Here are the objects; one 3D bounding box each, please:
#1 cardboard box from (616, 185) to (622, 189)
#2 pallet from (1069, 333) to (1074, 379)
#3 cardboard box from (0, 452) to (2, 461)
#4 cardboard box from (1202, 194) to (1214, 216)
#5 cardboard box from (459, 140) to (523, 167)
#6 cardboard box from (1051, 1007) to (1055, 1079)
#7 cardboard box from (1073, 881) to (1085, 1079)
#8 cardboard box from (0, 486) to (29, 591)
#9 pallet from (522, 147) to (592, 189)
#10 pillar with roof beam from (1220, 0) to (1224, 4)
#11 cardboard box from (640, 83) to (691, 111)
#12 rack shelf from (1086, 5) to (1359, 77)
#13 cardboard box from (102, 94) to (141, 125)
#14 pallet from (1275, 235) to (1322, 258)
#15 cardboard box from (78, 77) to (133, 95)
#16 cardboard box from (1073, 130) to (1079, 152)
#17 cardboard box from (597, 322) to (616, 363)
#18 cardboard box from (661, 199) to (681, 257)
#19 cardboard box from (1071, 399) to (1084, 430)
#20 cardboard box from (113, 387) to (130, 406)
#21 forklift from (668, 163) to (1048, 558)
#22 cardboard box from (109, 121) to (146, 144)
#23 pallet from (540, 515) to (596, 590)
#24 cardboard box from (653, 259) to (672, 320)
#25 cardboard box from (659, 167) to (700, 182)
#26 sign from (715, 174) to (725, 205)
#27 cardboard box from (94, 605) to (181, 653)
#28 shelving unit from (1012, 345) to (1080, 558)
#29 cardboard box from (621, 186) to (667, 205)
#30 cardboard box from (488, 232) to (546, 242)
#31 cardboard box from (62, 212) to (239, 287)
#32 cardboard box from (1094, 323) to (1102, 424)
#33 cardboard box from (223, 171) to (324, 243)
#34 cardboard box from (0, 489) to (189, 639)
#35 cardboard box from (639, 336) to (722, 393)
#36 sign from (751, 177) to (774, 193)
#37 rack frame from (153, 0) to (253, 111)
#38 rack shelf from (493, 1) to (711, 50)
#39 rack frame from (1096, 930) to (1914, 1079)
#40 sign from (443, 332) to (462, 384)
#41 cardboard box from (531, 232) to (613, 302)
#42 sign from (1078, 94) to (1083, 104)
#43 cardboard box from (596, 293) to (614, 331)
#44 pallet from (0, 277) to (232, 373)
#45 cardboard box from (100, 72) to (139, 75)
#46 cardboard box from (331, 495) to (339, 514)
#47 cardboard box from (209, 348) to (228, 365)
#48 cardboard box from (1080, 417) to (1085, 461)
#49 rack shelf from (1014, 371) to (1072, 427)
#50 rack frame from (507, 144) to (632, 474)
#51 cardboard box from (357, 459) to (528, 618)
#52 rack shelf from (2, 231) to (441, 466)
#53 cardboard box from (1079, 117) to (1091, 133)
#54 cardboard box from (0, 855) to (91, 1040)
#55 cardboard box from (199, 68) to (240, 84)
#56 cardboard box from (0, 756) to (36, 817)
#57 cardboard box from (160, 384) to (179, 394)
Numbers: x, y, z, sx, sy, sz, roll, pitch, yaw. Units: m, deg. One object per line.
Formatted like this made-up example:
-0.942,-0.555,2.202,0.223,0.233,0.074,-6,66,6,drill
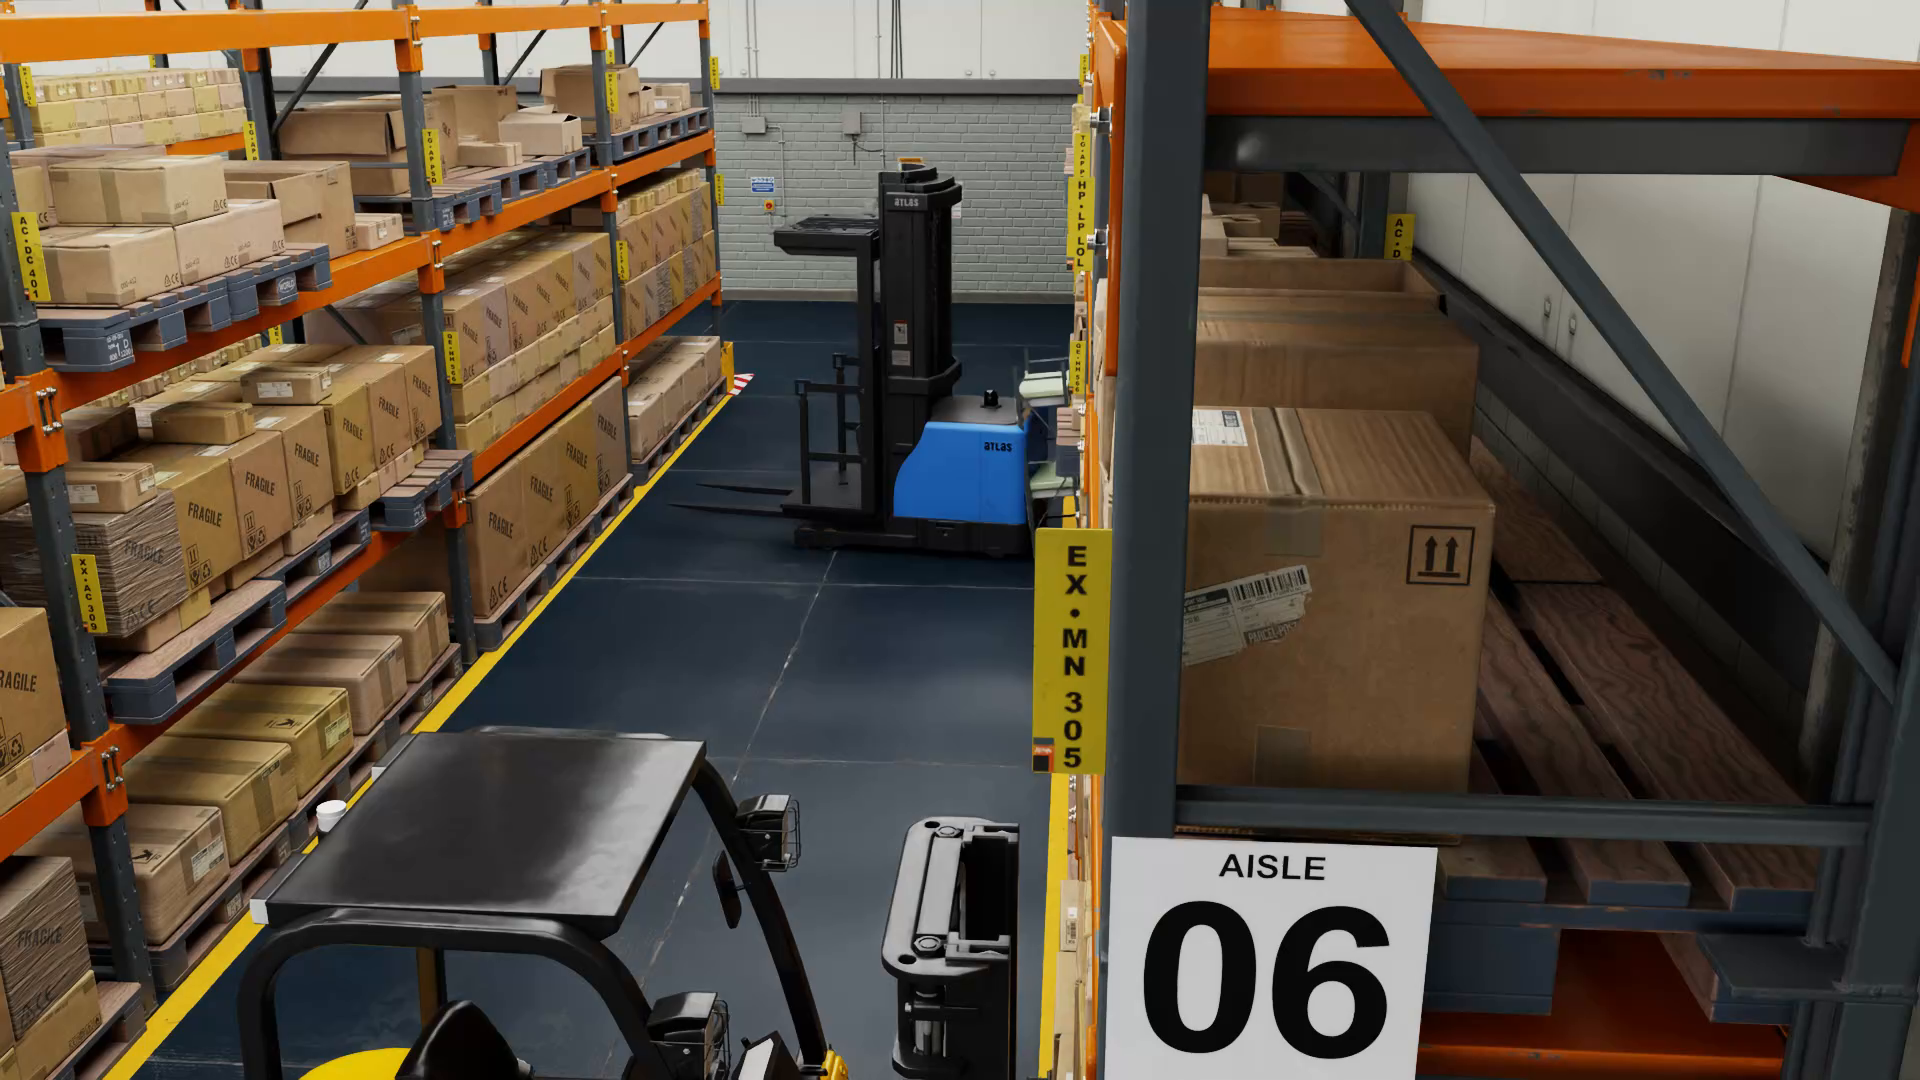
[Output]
-3.532,-3.437,16.286,0.380,0.149,0.250,1,18,4,cardboard box
1.376,-1.424,13.259,1.003,0.211,1.213,1,18,4,pallet
-8.193,-0.566,13.674,0.500,0.500,0.500,1,18,3,cardboard box
0.832,-1.375,7.292,0.500,0.311,0.500,1,18,2,cardboard box
-3.395,-2.794,12.015,0.380,0.166,0.250,3,18,9,cardboard box
0.603,1.974,6.323,0.500,0.250,0.500,1,18,4,cardboard box
0.563,1.284,4.527,0.500,0.500,0.500,1,18,4,cardboard box
-4.179,0.077,7.057,0.500,0.500,0.500,1,18,3,cardboard box
-3.426,-2.919,13.004,0.805,0.209,1.217,1,18,2,pallet
-1.373,-6.767,19.623,9.100,9.000,0.400,1,18,4,pillar with roof beam
-3.065,-4.572,17.147,0.500,0.250,0.500,0,18,-1,cardboard box
1.112,-2.216,7.532,1.077,0.370,4.000,1,18,4,rack shelf
-7.990,-3.996,15.421,0.500,0.250,0.500,2,18,5,cardboard box
1.218,-1.294,8.040,1.003,0.211,1.213,2,18,6,pallet
-7.949,-4.223,15.473,0.380,0.149,0.250,2,18,7,cardboard box
1.047,-2.993,12.490,0.380,0.149,0.250,2,18,5,cardboard box
-3.190,-1.654,13.894,0.500,0.250,0.500,1,18,3,cardboard box
-3.004,-3.007,16.018,0.500,0.500,0.500,1,18,4,cardboard box
0.920,-0.811,10.810,0.380,0.149,0.250,2,18,5,cardboard box
-8.075,-1.343,15.653,0.380,0.149,0.250,1,18,3,cardboard box
-0.845,-1.472,13.207,3.031,2.935,1.130,4,19,12,forklift
-7.974,-3.758,15.499,0.500,0.250,0.500,2,18,6,cardboard box
-3.474,0.076,12.851,1.003,0.211,1.213,1,18,4,pallet
-3.032,-2.368,15.672,0.500,0.500,0.500,1,18,4,cardboard box
-2.949,-3.827,17.479,0.380,0.149,0.250,2,18,5,cardboard box
-2.582,-3.759,17.837,0.100,0.325,0.005,1,18,4,sign
-3.628,0.370,7.207,0.380,0.149,0.250,2,18,5,cardboard box
0.732,-0.702,12.984,0.431,1.500,0.755,-4,16,10,shelving unit
-3.000,-3.266,15.765,0.380,0.149,0.250,1,18,4,cardboard box
-3.728,-2.263,13.745,0.500,0.500,0.500,1,18,5,cardboard box
-3.506,-1.269,7.229,0.500,0.250,0.500,1,18,3,cardboard box
0.559,-0.430,4.483,0.396,0.266,0.258,1,18,3,cardboard box
-3.777,-1.628,8.591,0.797,0.503,0.637,1,18,4,cardboard box
-3.663,0.087,7.028,0.500,0.500,0.500,2,18,5,cardboard box
-3.070,-1.887,17.806,0.875,0.438,0.875,1,18,2,cardboard box
-2.785,-5.013,23.470,0.327,0.218,0.001,1,18,4,sign
-8.067,-6.042,17.412,1.000,3.000,0.127,1,18,4,rack frame
-3.266,-4.810,15.449,1.077,0.370,4.000,1,18,4,rack shelf
0.682,1.966,2.605,1.000,3.000,0.127,1,18,4,rack frame
-3.154,-1.131,10.326,0.100,0.325,0.005,1,18,4,sign
-3.191,-2.248,13.701,0.500,0.500,0.500,2,18,6,cardboard box
1.000,-3.441,13.461,0.100,0.325,0.005,1,18,4,sign
-3.198,-1.894,13.824,0.500,0.250,0.500,1,18,4,cardboard box
-3.832,-0.911,6.871,1.213,0.211,1.003,1,18,4,pallet
-8.377,-4.558,16.496,0.380,0.149,0.250,2,18,5,cardboard box
-3.581,-0.198,8.939,0.380,0.149,0.250,1,18,4,cardboard box
-7.901,-1.910,17.383,0.380,0.149,0.250,1,18,2,cardboard box
0.955,-0.553,9.731,0.500,0.250,0.500,1,18,4,cardboard box
0.686,-1.074,12.875,0.431,0.370,0.720,-4,16,10,rack shelf
-3.409,-1.870,14.313,1.000,3.000,0.127,1,18,4,rack frame
-3.564,-0.030,11.436,0.875,0.875,0.875,1,18,3,cardboard box
-3.839,-1.090,8.271,1.077,0.370,4.000,1,18,4,rack shelf
1.031,-2.892,11.707,0.380,0.149,0.250,1,18,4,cardboard box
-3.758,1.555,6.397,0.500,0.500,0.500,1,18,3,cardboard box
-7.798,-4.863,17.427,0.380,0.149,0.250,1,18,3,cardboard box
-3.713,0.918,6.207,0.380,0.149,0.250,2,18,5,cardboard box
-7.952,-1.444,16.438,0.380,0.149,0.250,1,18,3,cardboard box
